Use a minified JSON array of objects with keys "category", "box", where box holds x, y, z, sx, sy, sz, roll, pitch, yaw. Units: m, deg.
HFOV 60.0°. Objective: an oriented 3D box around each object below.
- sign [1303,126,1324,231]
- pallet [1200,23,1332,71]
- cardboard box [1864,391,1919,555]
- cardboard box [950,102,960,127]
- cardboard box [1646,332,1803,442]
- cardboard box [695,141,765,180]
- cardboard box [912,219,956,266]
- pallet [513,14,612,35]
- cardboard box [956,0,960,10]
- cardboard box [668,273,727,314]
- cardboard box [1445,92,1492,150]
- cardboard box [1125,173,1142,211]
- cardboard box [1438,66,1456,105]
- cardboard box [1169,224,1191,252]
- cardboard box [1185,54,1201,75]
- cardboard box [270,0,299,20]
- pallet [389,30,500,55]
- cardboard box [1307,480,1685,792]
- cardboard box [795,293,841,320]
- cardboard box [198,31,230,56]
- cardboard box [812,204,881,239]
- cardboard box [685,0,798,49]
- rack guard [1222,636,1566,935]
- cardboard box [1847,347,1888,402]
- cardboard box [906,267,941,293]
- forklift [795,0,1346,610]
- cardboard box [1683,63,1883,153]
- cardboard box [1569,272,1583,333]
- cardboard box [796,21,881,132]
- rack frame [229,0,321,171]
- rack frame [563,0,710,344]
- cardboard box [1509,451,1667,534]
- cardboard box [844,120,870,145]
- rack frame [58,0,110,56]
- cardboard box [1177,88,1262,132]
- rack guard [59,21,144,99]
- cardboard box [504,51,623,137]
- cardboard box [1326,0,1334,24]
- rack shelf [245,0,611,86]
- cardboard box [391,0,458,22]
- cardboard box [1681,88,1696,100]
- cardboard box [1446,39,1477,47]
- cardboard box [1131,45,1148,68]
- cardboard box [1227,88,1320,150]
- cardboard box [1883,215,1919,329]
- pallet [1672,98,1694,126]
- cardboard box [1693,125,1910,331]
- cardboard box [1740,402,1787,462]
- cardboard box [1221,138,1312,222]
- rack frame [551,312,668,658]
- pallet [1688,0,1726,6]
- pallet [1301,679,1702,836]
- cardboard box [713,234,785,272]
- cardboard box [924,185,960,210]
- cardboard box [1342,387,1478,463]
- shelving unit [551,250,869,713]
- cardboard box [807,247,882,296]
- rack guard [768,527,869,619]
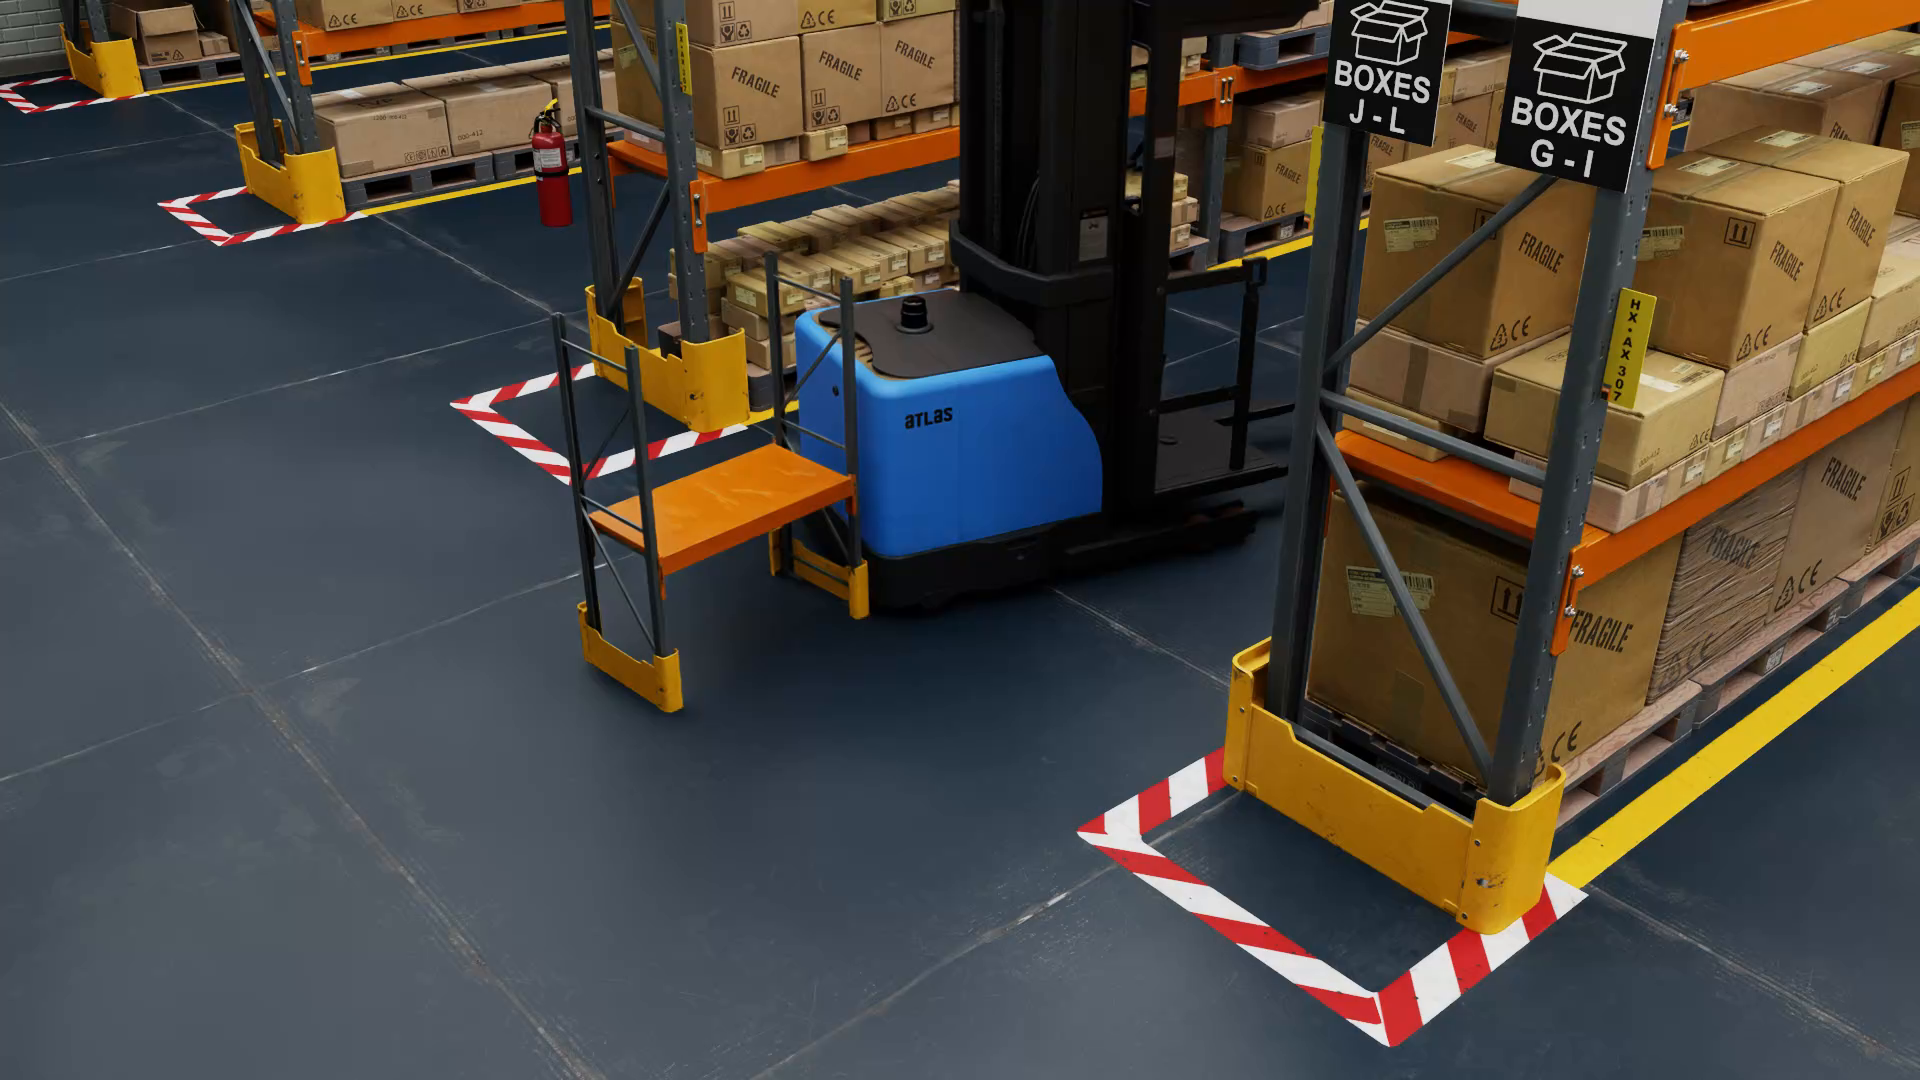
[{"category":"sign","box":[1.125,-1.119,5.181,0.005,0.325,0.100,-22,35,-35]},{"category":"pallet","box":[2.044,-3.435,11.198,1.213,0.211,1.003,-22,35,-35]},{"category":"cardboard box","box":[3.956,-0.603,7.505,0.875,0.875,0.875,-22,35,-35]},{"category":"cardboard box","box":[-0.062,-2.480,9.476,0.250,0.149,0.380,-20,34,-33]},{"category":"cardboard box","box":[2.399,-0.581,5.499,0.500,0.250,0.500,-22,35,-35]},{"category":"cardboard box","box":[-1.216,-1.985,8.548,0.250,0.149,0.380,-22,35,-35]},{"category":"cardboard box","box":[-0.068,-1.753,9.795,0.250,0.149,0.380,-21,35,-34]},{"category":"pallet","box":[-4.552,-5.893,18.553,1.213,0.211,1.003,-22,35,-35]},{"category":"cardboard box","box":[0.014,-3.238,9.143,0.500,0.500,0.500,-23,36,-36]},{"category":"cardboard box","box":[-1.459,-1.437,9.520,0.250,0.149,0.380,-23,36,-36]},{"category":"cardboard box","box":[3.682,-3.192,12.746,0.500,0.500,0.500,-20,34,-33]},{"category":"cardboard box","box":[1.097,-2.234,10.695,0.250,0.149,0.380,-21,35,-34]},{"category":"cardboard box","box":[3.287,-3.364,12.272,0.500,0.250,0.500,-21,35,-34]},{"category":"cardboard box","box":[1.290,-2.024,10.933,0.250,0.149,0.380,-21,35,-34]},{"category":"cardboard box","box":[1.302,-3.056,10.552,0.250,0.149,0.380,-22,35,-35]},{"category":"cardboard box","box":[-4.770,-4.145,12.217,0.500,0.500,0.500,-22,35,-35]},{"category":"pallet","box":[-5.670,-5.421,17.670,1.213,0.211,1.003,-22,35,-35]},{"category":"cardboard box","box":[1.902,0.223,5.960,0.875,0.875,0.875,-22,35,-35]},{"category":"cardboard box","box":[-0.865,-1.305,9.273,0.250,0.149,0.380,-22,35,-35]},{"category":"cardboard box","box":[-7.314,-4.834,16.192,0.250,0.149,0.380,-24,36,-37]},{"category":"cardboard box","box":[-0.688,-1.897,10.065,0.250,0.149,0.380,-20,34,-33]},{"category":"cardboard box","box":[-1.161,-2.773,8.273,0.500,0.500,0.500,-22,35,-35]},{"category":"rack guard","box":[1.449,0.805,5.713,0.348,0.500,1.175,-22,35,-35]},{"category":"cardboard box","box":[3.121,-0.655,6.060,0.250,0.149,0.380,-23,36,-36]},{"category":"cardboard box","box":[-0.331,-1.566,9.762,0.250,0.149,0.380,-24,36,-37]},{"category":"forklift","box":[0.811,-1.455,7.364,3.031,2.935,1.130,-13,31,-22]},{"category":"cardboard box","box":[3.207,-1.561,6.536,0.500,0.500,0.500,-23,36,-36]},{"category":"cardboard box","box":[2.050,-0.768,5.849,0.500,0.250,0.500,-23,35,-36]},{"category":"cardboard box","box":[-0.764,-2.501,8.825,0.500,0.500,0.500,-22,35,-35]},{"category":"rack frame","box":[-4.965,-3.858,11.787,0.127,3.000,1.000,-22,35,-35]},{"category":"rack frame","box":[-1.675,-2.114,8.524,0.127,3.000,1.000,-22,35,-35]},{"category":"cardboard box","box":[1.951,-0.184,5.179,0.250,0.149,0.380,-21,35,-34]},{"category":"cardboard box","box":[-0.702,-2.269,9.080,0.250,0.149,0.380,-20,34,-33]},{"category":"rack frame","box":[-8.189,-5.637,15.115,0.127,3.000,1.000,-22,35,-35]},{"category":"cardboard box","box":[1.770,-3.070,11.723,0.500,0.250,0.500,-23,36,-36]},{"category":"rack guard","box":[-8.132,-4.558,15.748,0.348,0.500,1.175,-22,35,-35]},{"category":"cardboard box","box":[-3.150,-3.709,13.781,0.875,0.438,0.875,-23,36,-36]},{"category":"cardboard box","box":[2.366,-3.530,10.994,0.250,0.149,0.380,-22,35,-35]},{"category":"rack shelf","box":[-3.444,-4.153,13.101,4.000,0.370,1.077,-22,35,-35]},{"category":"cardboard box","box":[-4.047,-4.111,12.154,0.500,0.500,0.500,-22,35,-36]},{"category":"cardboard box","box":[6.303,-4.462,14.859,0.750,0.750,1.050,-22,35,-35]},{"category":"cardboard box","box":[3.729,-3.851,13.184,0.500,0.250,0.500,-24,36,-37]},{"category":"cardboard box","box":[0.787,-3.105,9.957,0.500,0.500,0.500,-23,36,-36]},{"category":"cardboard box","box":[2.101,-2.883,11.373,0.500,0.250,0.500,-24,36,-37]},{"category":"cardboard box","box":[3.564,-1.049,6.374,0.500,0.250,0.500,-21,35,-34]},{"category":"pallet","box":[5.987,-3.917,14.856,1.213,0.211,1.003,-22,35,-35]},{"category":"cardboard box","box":[2.778,-1.064,5.607,0.500,0.500,0.500,-23,36,-36]},{"category":"cardboard box","box":[2.538,-0.422,5.624,0.250,0.149,0.380,-23,35,-36]},{"category":"cardboard box","box":[2.102,-2.552,11.549,0.500,0.500,0.500,-20,34,-33]},{"category":"rack frame","box":[-1.318,-0.092,6.332,0.500,1.500,0.032,25,37,38]},{"category":"pallet","box":[2.025,-1.819,4.883,1.213,0.211,1.003,-22,35,-35]},{"category":"pallet","box":[2.025,0.652,6.305,1.213,0.211,1.003,-22,35,-35]},{"category":"cardboard box","box":[-1.209,-1.614,9.535,0.250,0.149,0.380,-21,35,-34]},{"category":"cardboard box","box":[-0.021,-2.089,10.425,0.250,0.149,0.380,-24,36,-37]},{"category":"cardboard box","box":[1.524,-0.421,5.622,0.250,0.149,0.380,-21,35,-34]},{"category":"shelving unit","box":[-0.969,-0.261,6.646,0.587,1.500,1.083,25,37,38]},{"category":"cardboard box","box":[-0.650,-1.502,9.325,0.250,0.149,0.380,-22,35,-35]},{"category":"rack guard","box":[-0.620,0.123,7.255,0.587,0.250,0.087,25,37,38]}]
